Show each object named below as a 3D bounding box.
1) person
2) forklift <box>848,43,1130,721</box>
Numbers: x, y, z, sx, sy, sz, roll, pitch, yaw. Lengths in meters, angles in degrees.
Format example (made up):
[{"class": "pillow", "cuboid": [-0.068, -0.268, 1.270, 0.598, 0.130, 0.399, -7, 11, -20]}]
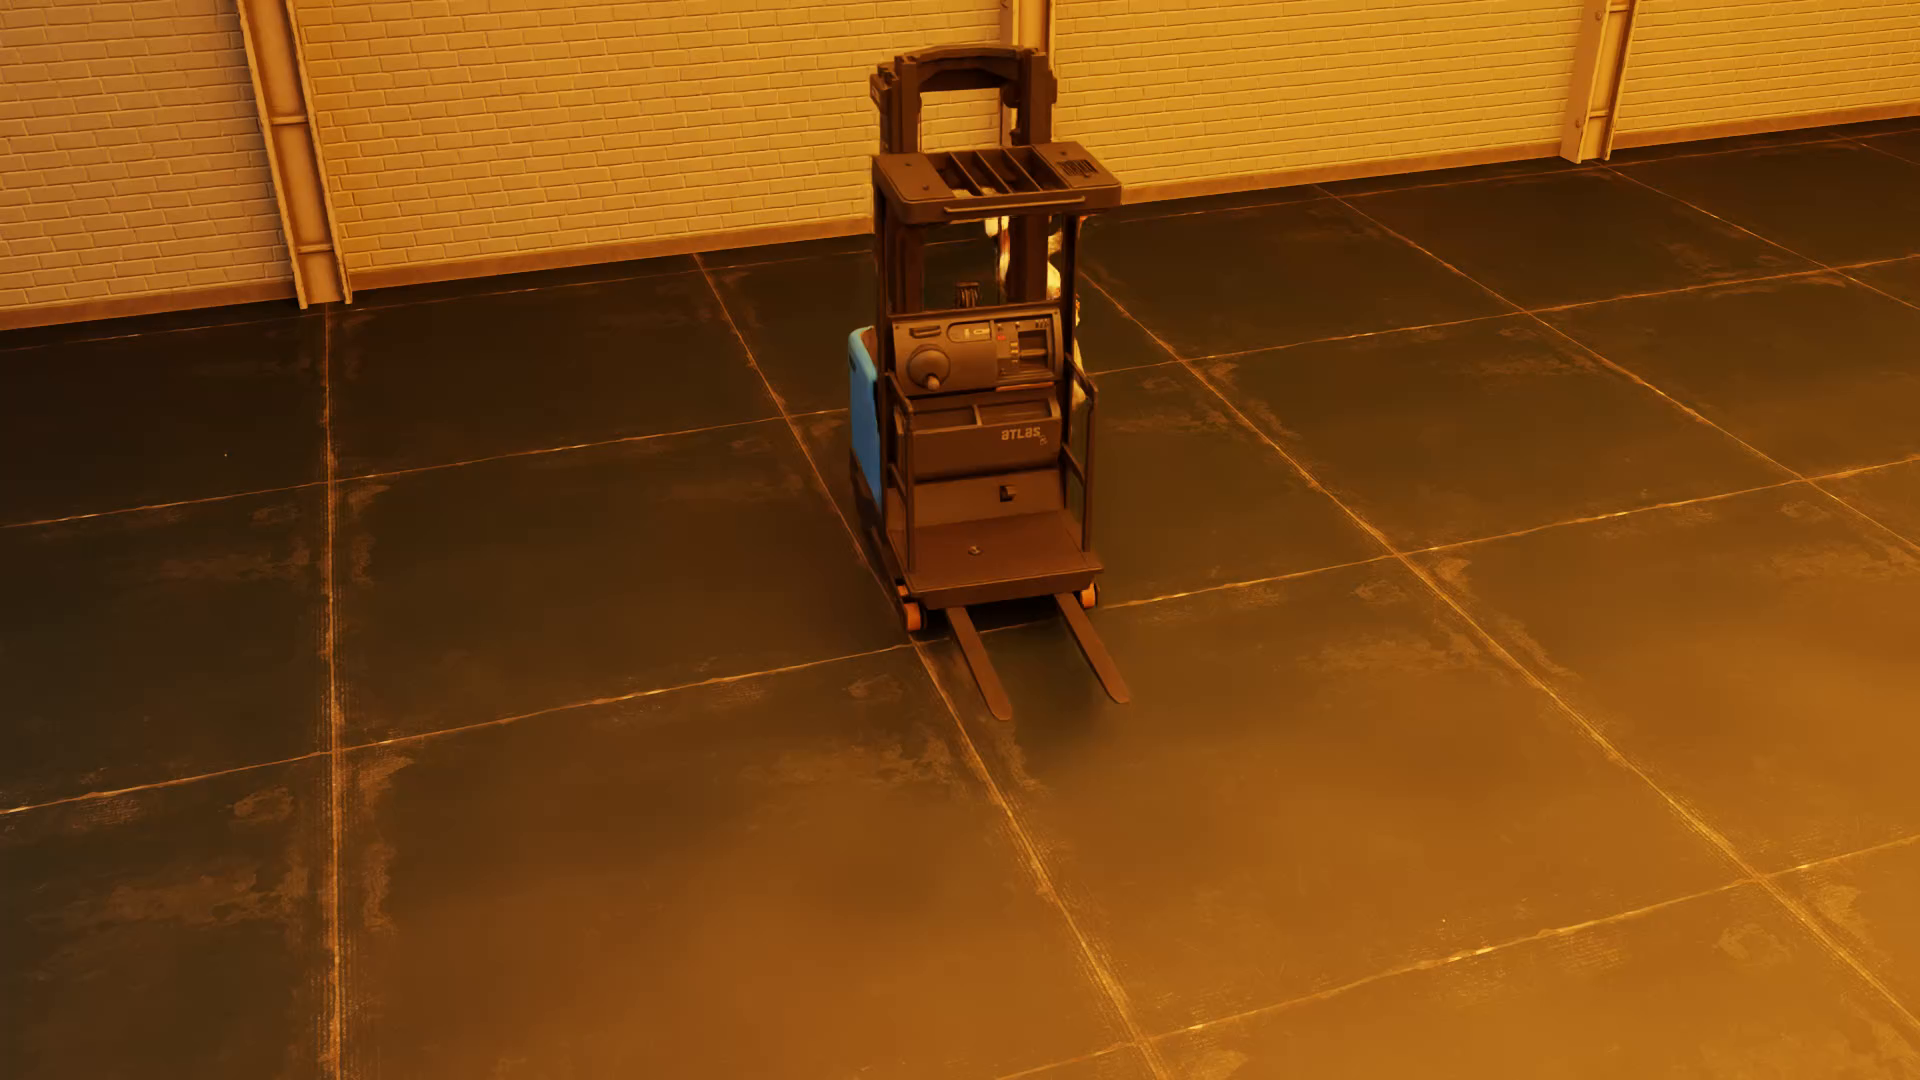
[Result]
[{"class": "person", "cuboid": [0.530, -1.359, 10.839, 0.704, 1.502, 1.063, -1, 30, -2]}, {"class": "forklift", "cuboid": [0.152, -0.975, 8.782, 1.130, 2.935, 3.031, -7, 31, -12]}]
